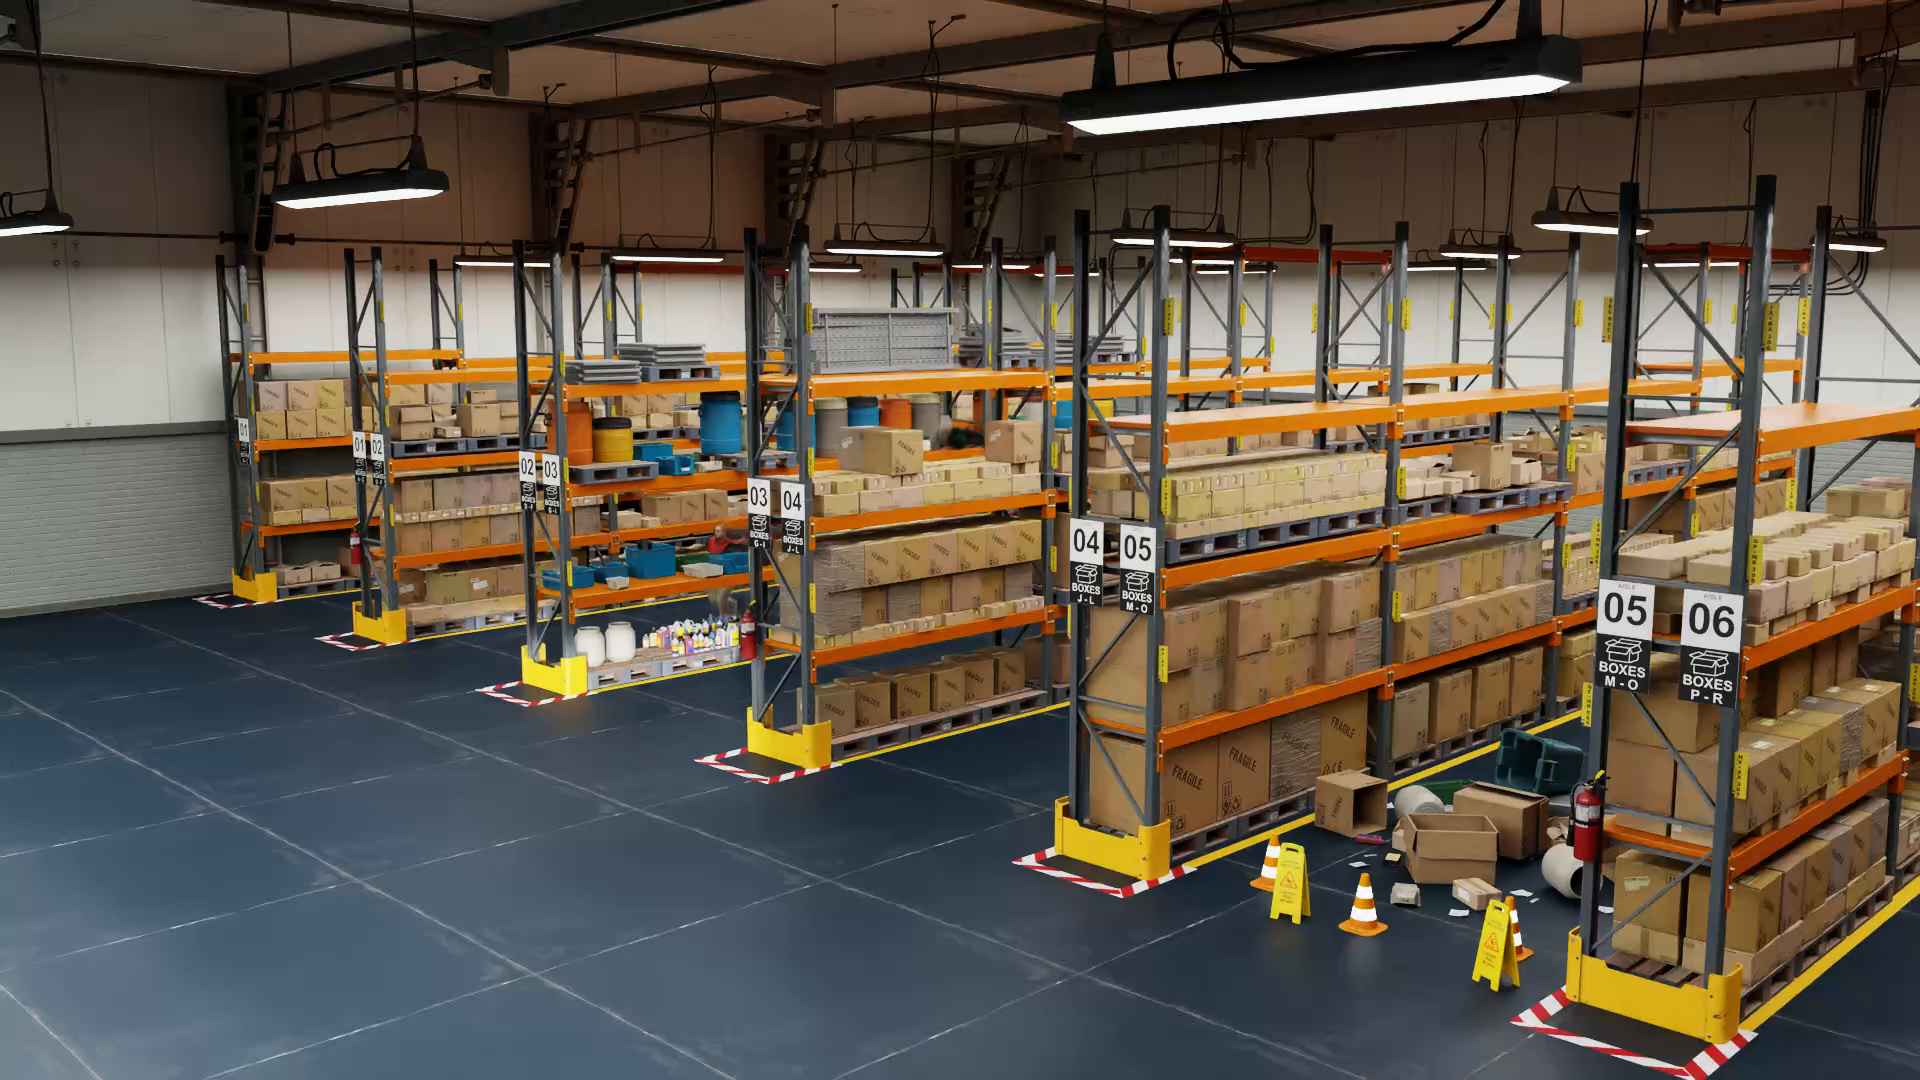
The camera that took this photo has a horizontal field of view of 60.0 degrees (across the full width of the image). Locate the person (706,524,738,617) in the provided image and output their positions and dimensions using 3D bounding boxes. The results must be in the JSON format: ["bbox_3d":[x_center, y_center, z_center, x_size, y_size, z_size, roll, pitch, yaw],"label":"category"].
[{"bbox_3d":[-3.765,0.559,26.685,0.659,1.667,0.572,5,9,31],"label":"person"}]

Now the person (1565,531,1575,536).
[{"bbox_3d":[9.461,0.674,25.936,0.621,1.628,0.536,-7,11,-41],"label":"person"}]
